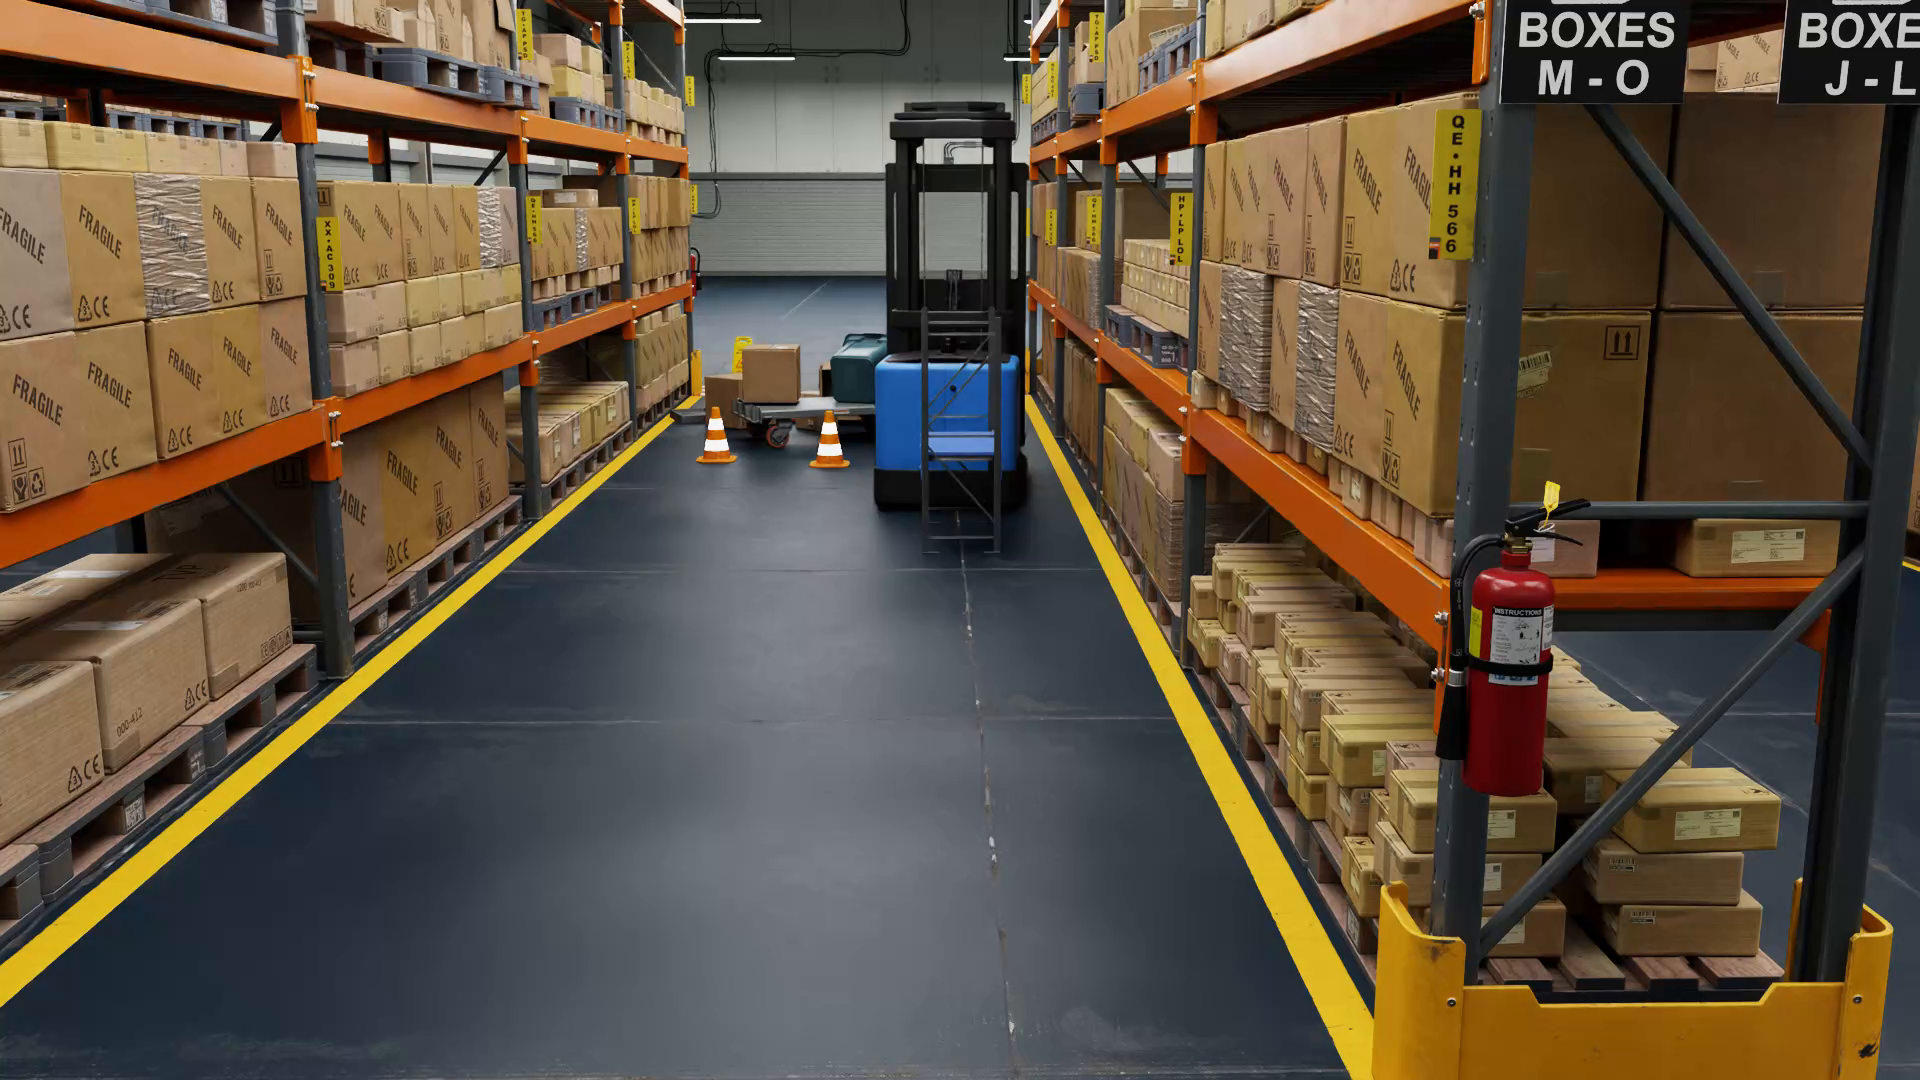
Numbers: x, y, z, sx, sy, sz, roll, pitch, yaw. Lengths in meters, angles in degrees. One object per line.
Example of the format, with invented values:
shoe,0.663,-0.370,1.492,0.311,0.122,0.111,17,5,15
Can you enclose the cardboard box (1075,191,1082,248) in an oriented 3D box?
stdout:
cardboard box,1.418,-2.887,14.980,0.700,0.500,0.500,0,11,-2

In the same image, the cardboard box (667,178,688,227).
cardboard box,-3.283,-3.584,17.667,0.700,0.500,0.500,0,11,-2

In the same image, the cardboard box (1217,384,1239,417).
cardboard box,1.325,-0.625,7.226,0.380,0.149,0.250,0,11,1

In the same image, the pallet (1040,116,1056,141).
pallet,1.373,-4.278,17.281,1.003,0.211,1.213,0,11,-1

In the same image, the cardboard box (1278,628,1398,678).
cardboard box,1.374,0.423,6.046,0.380,0.149,0.250,0,11,-1

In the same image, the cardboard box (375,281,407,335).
cardboard box,-3.146,-1.180,8.450,0.500,0.250,0.500,0,11,0

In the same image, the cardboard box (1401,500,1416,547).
cardboard box,1.393,-0.052,4.401,0.380,0.149,0.250,0,11,-1

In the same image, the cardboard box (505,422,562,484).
cardboard box,-3.464,-0.642,12.231,0.950,0.372,0.625,-1,12,-5

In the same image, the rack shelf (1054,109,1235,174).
rack shelf,1.443,-3.167,13.389,1.077,0.370,4.000,0,11,-1

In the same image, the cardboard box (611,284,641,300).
cardboard box,-3.231,-2.347,15.717,0.380,0.149,0.250,0,11,-1

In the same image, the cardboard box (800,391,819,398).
cardboard box,-1.581,-1.552,18.337,0.380,0.149,0.250,6,13,28

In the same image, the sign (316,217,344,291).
sign,-2.825,-1.282,7.457,0.100,0.325,0.005,0,11,-1

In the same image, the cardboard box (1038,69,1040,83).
cardboard box,1.028,-4.965,17.761,0.380,0.149,0.250,0,11,-2

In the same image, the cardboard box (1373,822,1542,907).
cardboard box,1.353,0.880,4.541,0.380,0.149,0.250,-1,11,-3

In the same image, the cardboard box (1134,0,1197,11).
cardboard box,1.272,-3.311,10.116,0.396,0.266,0.258,0,11,-1

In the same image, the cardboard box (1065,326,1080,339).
cardboard box,1.459,-1.737,16.363,0.875,0.875,0.875,0,11,0

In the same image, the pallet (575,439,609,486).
pallet,-3.500,-0.642,13.693,1.003,0.211,1.213,0,11,-1

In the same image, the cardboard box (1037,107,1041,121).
cardboard box,1.027,-4.574,17.838,0.380,0.149,0.250,0,11,-1

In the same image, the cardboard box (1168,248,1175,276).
cardboard box,1.347,-1.516,9.065,0.380,0.149,0.250,-1,11,-3

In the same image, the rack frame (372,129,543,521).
rack frame,-3.463,-1.611,11.457,1.000,3.000,0.127,0,11,-1

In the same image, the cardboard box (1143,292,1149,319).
cardboard box,1.318,-1.431,10.145,0.380,0.149,0.250,0,11,1

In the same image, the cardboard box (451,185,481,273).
cardboard box,-3.168,-1.848,9.857,0.500,0.500,0.500,0,11,-1

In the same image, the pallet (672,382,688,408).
pallet,-3.645,-1.658,18.702,1.003,0.211,1.213,0,11,-1

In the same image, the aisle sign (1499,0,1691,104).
aisle sign,1.351,-1.320,3.482,0.394,0.787,0.004,0,11,-1

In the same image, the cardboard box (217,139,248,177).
cardboard box,-3.158,-1.560,6.808,0.380,0.149,0.250,0,11,0

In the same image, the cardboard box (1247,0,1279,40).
cardboard box,1.323,-1.957,5.994,0.500,0.250,0.500,0,11,1

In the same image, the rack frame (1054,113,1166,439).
rack frame,1.402,-2.447,15.576,1.000,3.000,0.127,0,11,-1

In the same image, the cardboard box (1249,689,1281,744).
cardboard box,1.321,0.666,6.345,0.380,0.149,0.250,-1,11,-3

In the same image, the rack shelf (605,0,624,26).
rack shelf,-3.504,-4.400,12.932,1.077,0.370,4.000,0,11,-1

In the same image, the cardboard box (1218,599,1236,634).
cardboard box,1.350,0.312,7.342,0.380,0.149,0.250,0,11,-1

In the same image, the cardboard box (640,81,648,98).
cardboard box,-3.235,-4.365,16.110,0.380,0.149,0.250,0,11,-2

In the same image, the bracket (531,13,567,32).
bracket,-9.556,-11.920,38.129,0.076,0.066,4.783,0,11,-1

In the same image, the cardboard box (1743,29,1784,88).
cardboard box,6.164,-3.612,12.265,0.500,0.500,0.500,0,11,-1

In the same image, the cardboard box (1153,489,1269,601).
cardboard box,1.300,0.017,8.664,0.500,0.500,0.500,0,11,-2

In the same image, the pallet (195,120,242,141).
pallet,-8.602,-4.467,18.209,1.003,0.211,1.213,0,11,-1

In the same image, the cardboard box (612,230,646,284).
cardboard box,-3.276,-2.690,15.774,0.500,0.500,0.500,0,11,-1

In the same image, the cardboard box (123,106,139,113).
cardboard box,-8.229,-4.230,16.146,0.380,0.149,0.250,0,11,1

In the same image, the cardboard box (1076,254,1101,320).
cardboard box,1.187,-1.988,13.061,0.500,0.500,0.500,0,11,-2

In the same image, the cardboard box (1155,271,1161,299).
cardboard box,1.331,-1.474,9.606,0.380,0.149,0.250,0,11,1

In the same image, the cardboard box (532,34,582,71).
cardboard box,-3.363,-3.936,13.437,0.500,0.250,0.500,0,11,0

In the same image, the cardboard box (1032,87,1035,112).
cardboard box,1.072,-4.942,18.652,0.500,0.250,0.500,0,11,-1

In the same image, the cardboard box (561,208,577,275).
cardboard box,-3.276,-2.311,12.852,0.500,0.500,0.500,0,11,0

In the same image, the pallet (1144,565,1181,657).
pallet,1.549,0.355,8.777,1.003,0.211,1.213,0,11,-1

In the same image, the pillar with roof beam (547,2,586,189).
pillar with roof beam,-5.669,-10.767,41.498,9.100,9.000,0.548,0,11,-1

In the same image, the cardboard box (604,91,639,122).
cardboard box,-3.281,-4.037,15.500,0.500,0.250,0.500,0,11,-2

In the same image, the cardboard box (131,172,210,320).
cardboard box,-3.072,-1.061,5.976,0.500,0.500,0.500,0,11,0

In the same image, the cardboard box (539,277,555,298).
cardboard box,-3.215,-1.870,12.309,0.380,0.149,0.250,-1,12,-5

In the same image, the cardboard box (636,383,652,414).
cardboard box,-3.287,-1.383,16.192,0.500,0.250,0.500,-1,11,-4

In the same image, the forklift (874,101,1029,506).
forklift,-0.014,-1.931,13.203,1.130,2.935,3.031,1,11,3

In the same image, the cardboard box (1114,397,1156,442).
cardboard box,1.267,-0.761,10.611,0.500,0.250,0.500,0,11,-2

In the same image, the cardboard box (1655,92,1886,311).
cardboard box,1.906,-0.837,4.124,0.500,0.500,0.500,0,11,-2

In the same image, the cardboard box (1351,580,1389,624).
cardboard box,1.819,0.265,6.827,0.380,0.149,0.250,0,11,1

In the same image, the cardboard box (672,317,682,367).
cardboard box,-3.336,-2.165,18.162,0.500,0.500,0.500,0,11,1

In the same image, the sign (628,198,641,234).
sign,-2.990,-2.977,15.276,0.100,0.325,0.005,0,11,-1

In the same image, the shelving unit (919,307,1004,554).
shelving unit,-0.002,-0.752,10.994,0.538,1.500,1.048,0,11,-1
